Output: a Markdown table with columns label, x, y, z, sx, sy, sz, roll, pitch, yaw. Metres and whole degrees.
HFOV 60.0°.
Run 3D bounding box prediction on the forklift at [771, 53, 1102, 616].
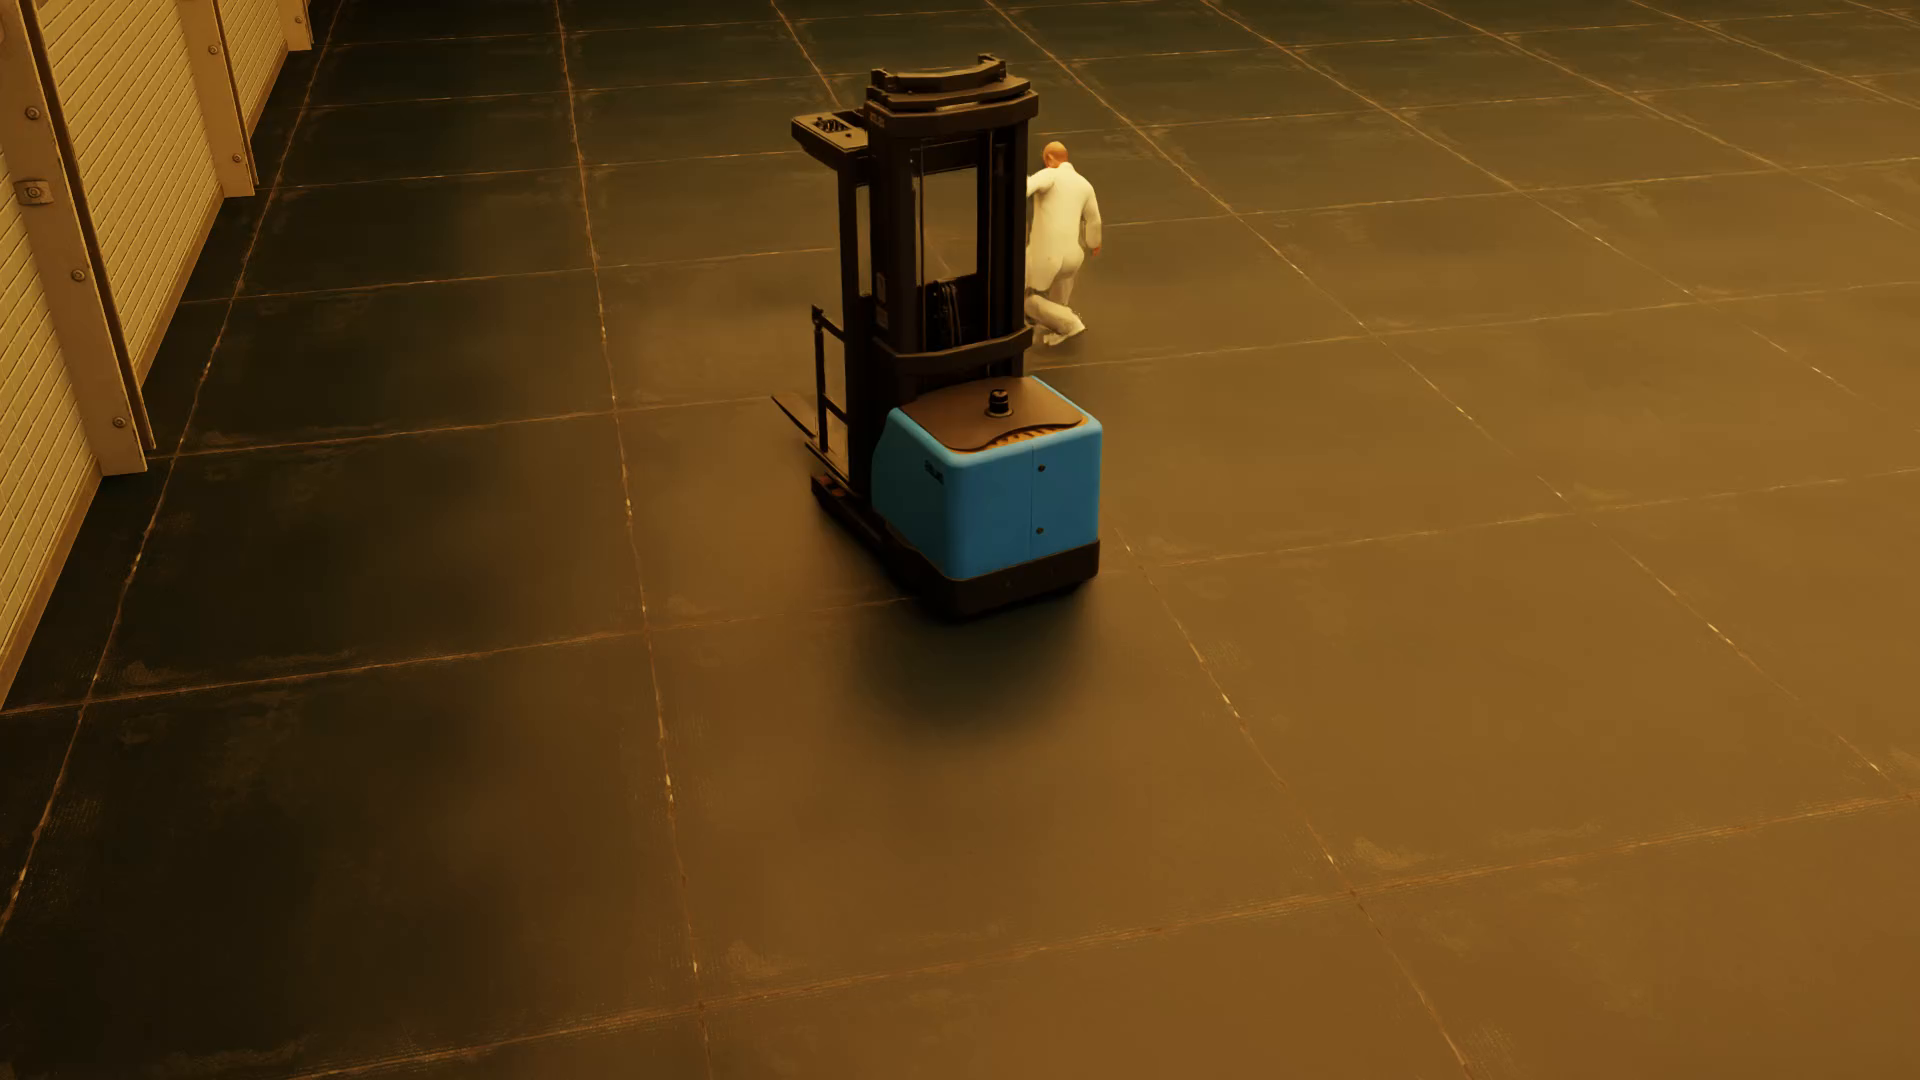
| label | x | y | z | sx | sy | sz | roll | pitch | yaw |
| --- | --- | --- | --- | --- | --- | --- | --- | --- | --- |
| forklift | -0.321 | -1.538 | 10.231 | 1.130 | 2.935 | 3.031 | -16 | 34 | -25 |

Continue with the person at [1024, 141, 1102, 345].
| label | x | y | z | sx | sy | sz | roll | pitch | yaw |
| --- | --- | --- | --- | --- | --- | --- | --- | --- | --- |
| person | 0.649 | -2.228 | 12.817 | 1.233 | 1.529 | 0.754 | -16 | 34 | -26 |
